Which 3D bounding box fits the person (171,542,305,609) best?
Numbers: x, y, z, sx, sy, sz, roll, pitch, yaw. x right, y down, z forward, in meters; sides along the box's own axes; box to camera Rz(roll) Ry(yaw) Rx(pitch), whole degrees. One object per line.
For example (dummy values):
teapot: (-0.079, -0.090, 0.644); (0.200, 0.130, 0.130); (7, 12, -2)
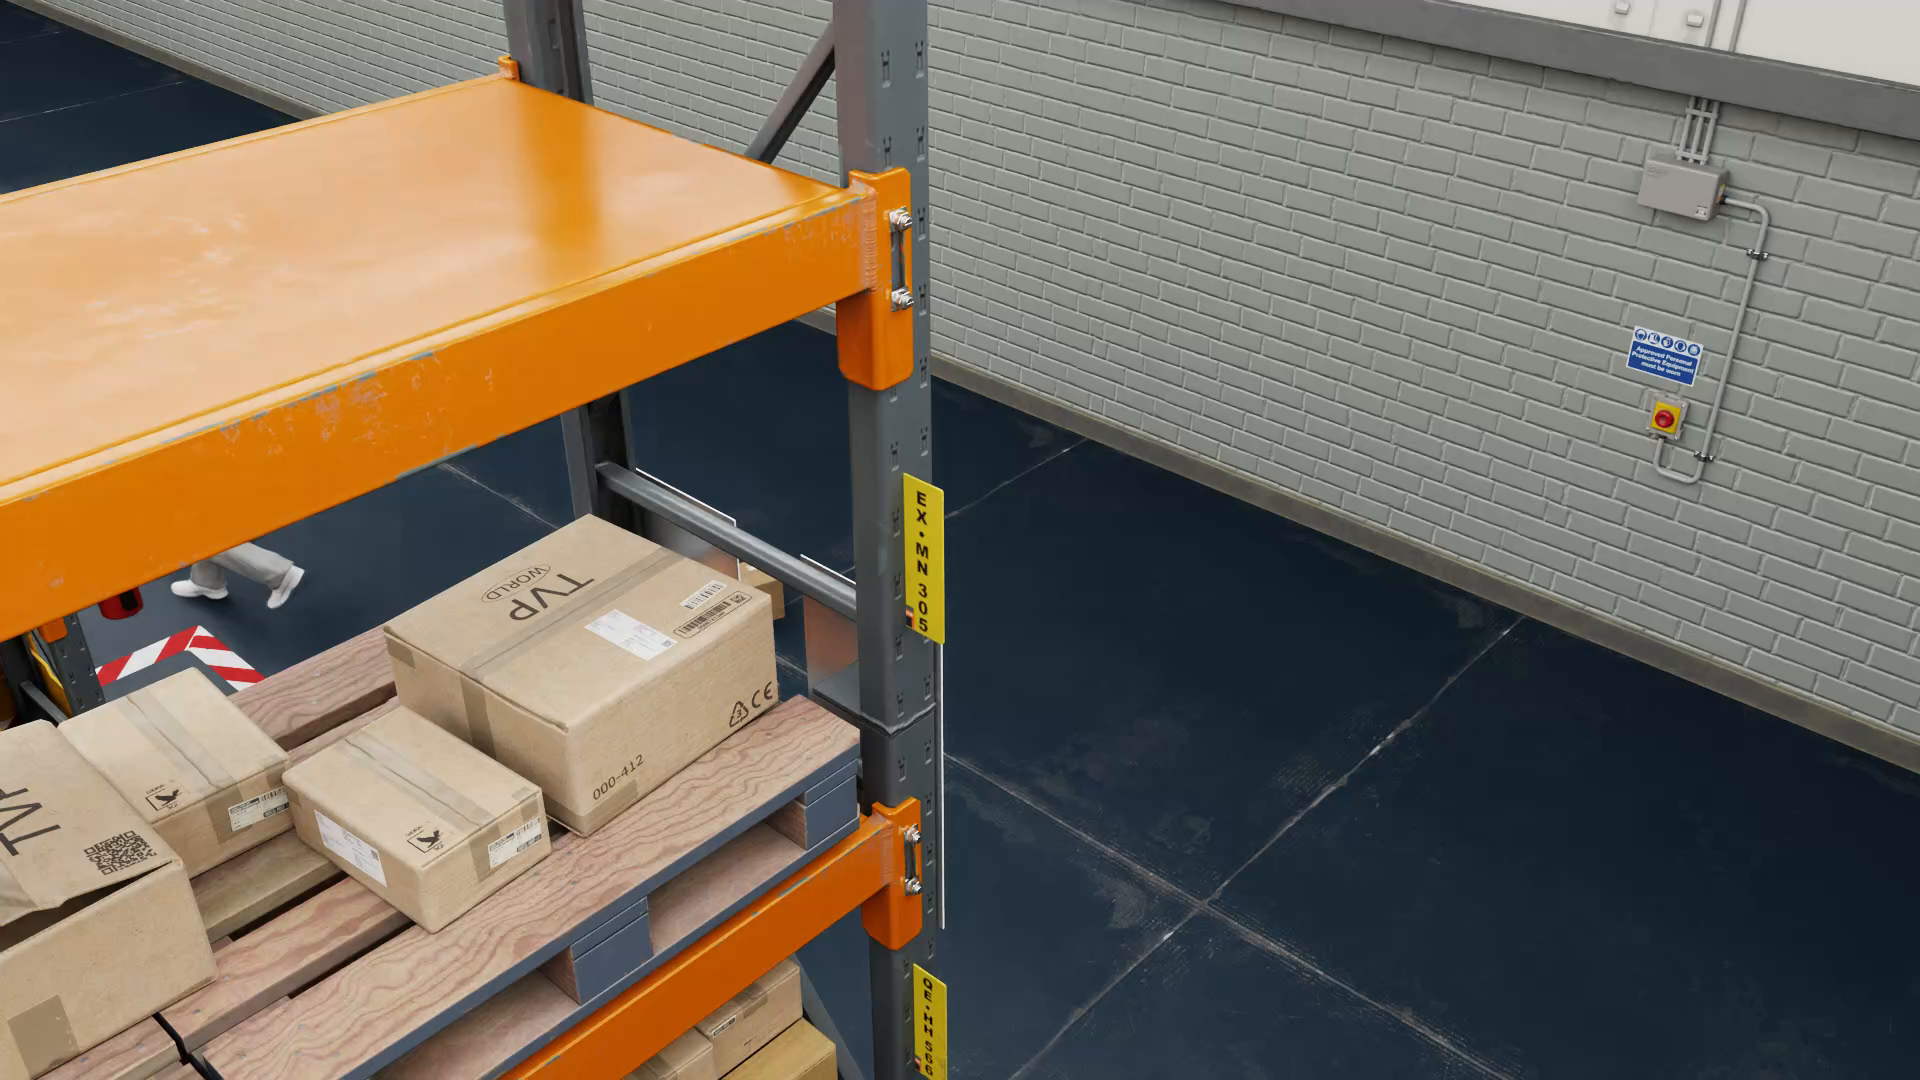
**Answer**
person: (-3.868, -0.365, 8.564); (0.846, 1.639, 0.442); (2, 31, 3)
